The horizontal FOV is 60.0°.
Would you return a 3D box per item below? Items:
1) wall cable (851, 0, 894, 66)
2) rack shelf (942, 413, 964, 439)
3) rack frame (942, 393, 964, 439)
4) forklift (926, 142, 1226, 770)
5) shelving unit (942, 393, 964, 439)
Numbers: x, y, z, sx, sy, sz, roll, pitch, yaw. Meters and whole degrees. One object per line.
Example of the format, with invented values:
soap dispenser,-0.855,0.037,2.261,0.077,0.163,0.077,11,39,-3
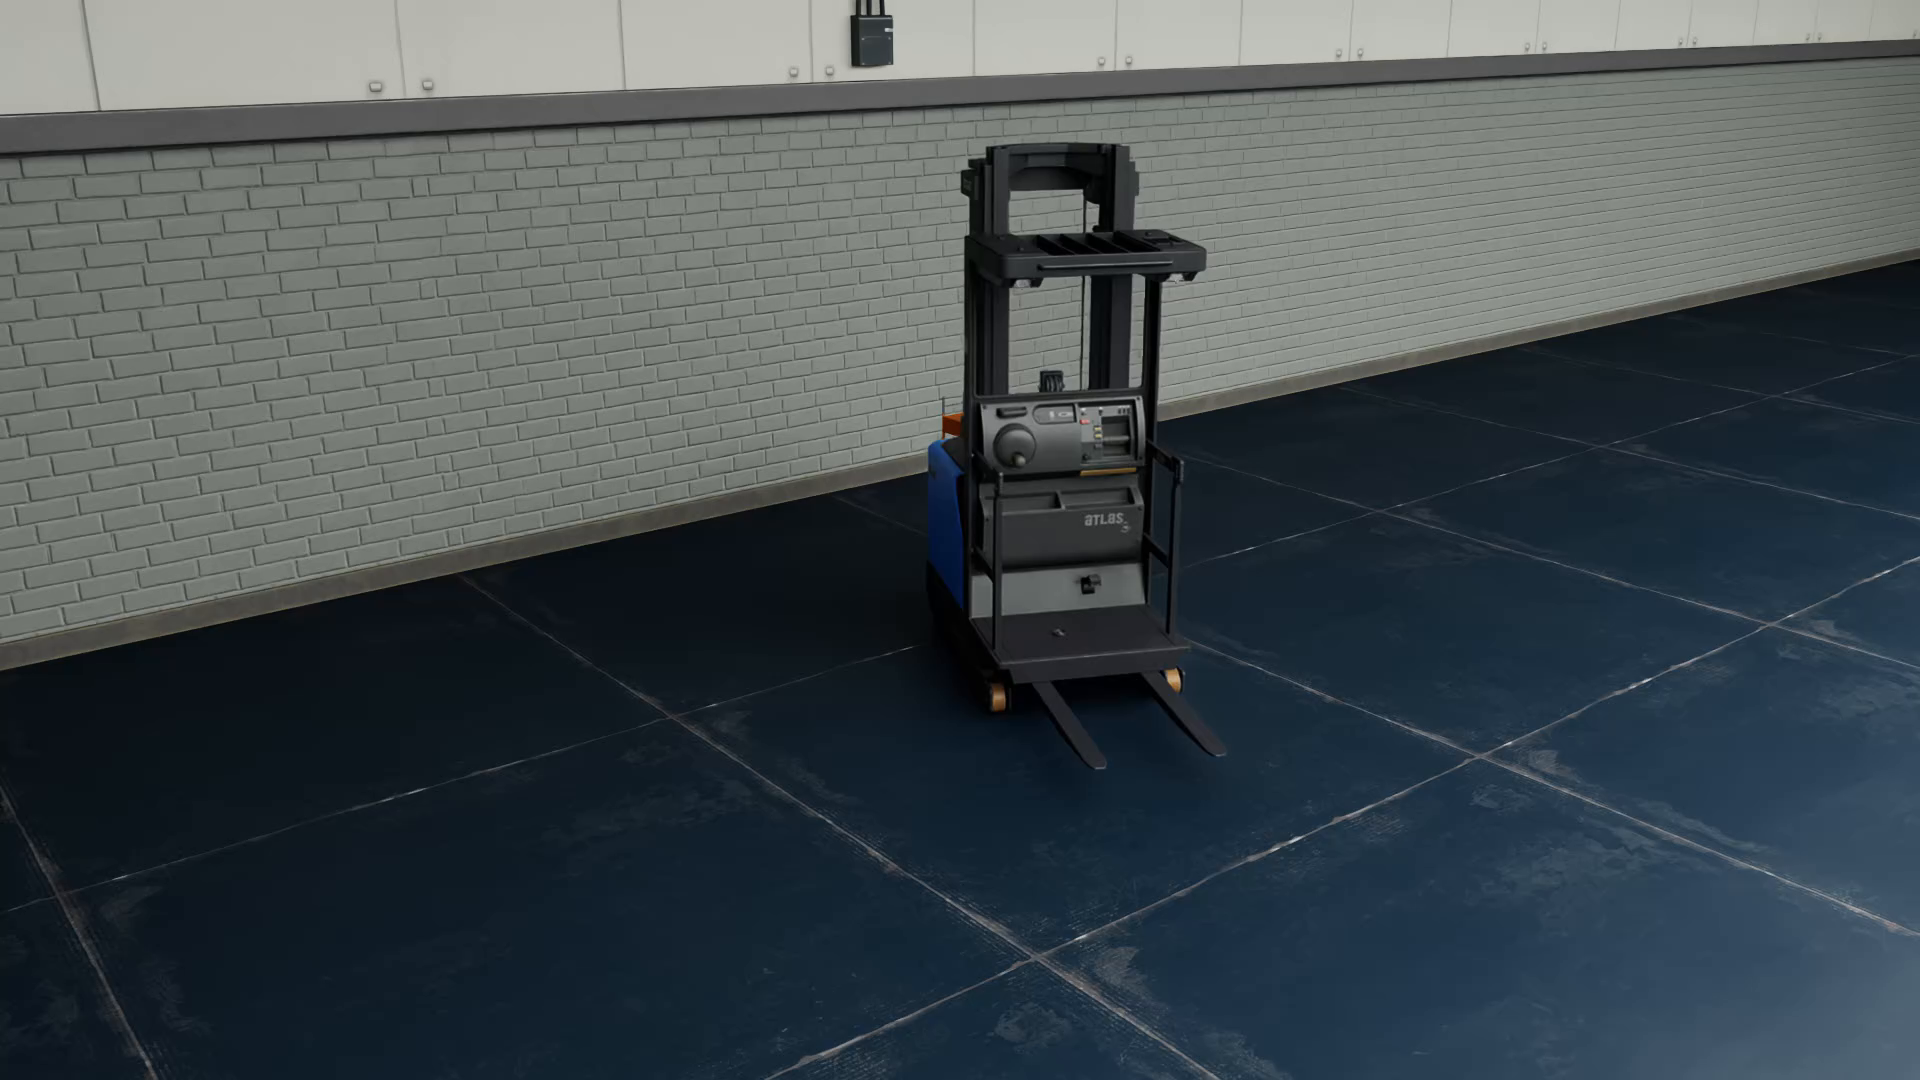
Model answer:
wall cable,0.153,-6.530,11.859,2.305,6.003,0.169,-14,23,-36
rack shelf,0.033,-0.745,11.572,0.215,0.259,0.240,-14,23,-36
rack frame,-0.043,-0.515,11.748,0.200,1.050,0.008,-14,23,-36
forklift,0.618,-0.582,8.958,1.130,2.935,3.031,-4,19,-12
shelving unit,0.033,-0.485,11.658,0.215,1.050,0.252,-14,23,-36
